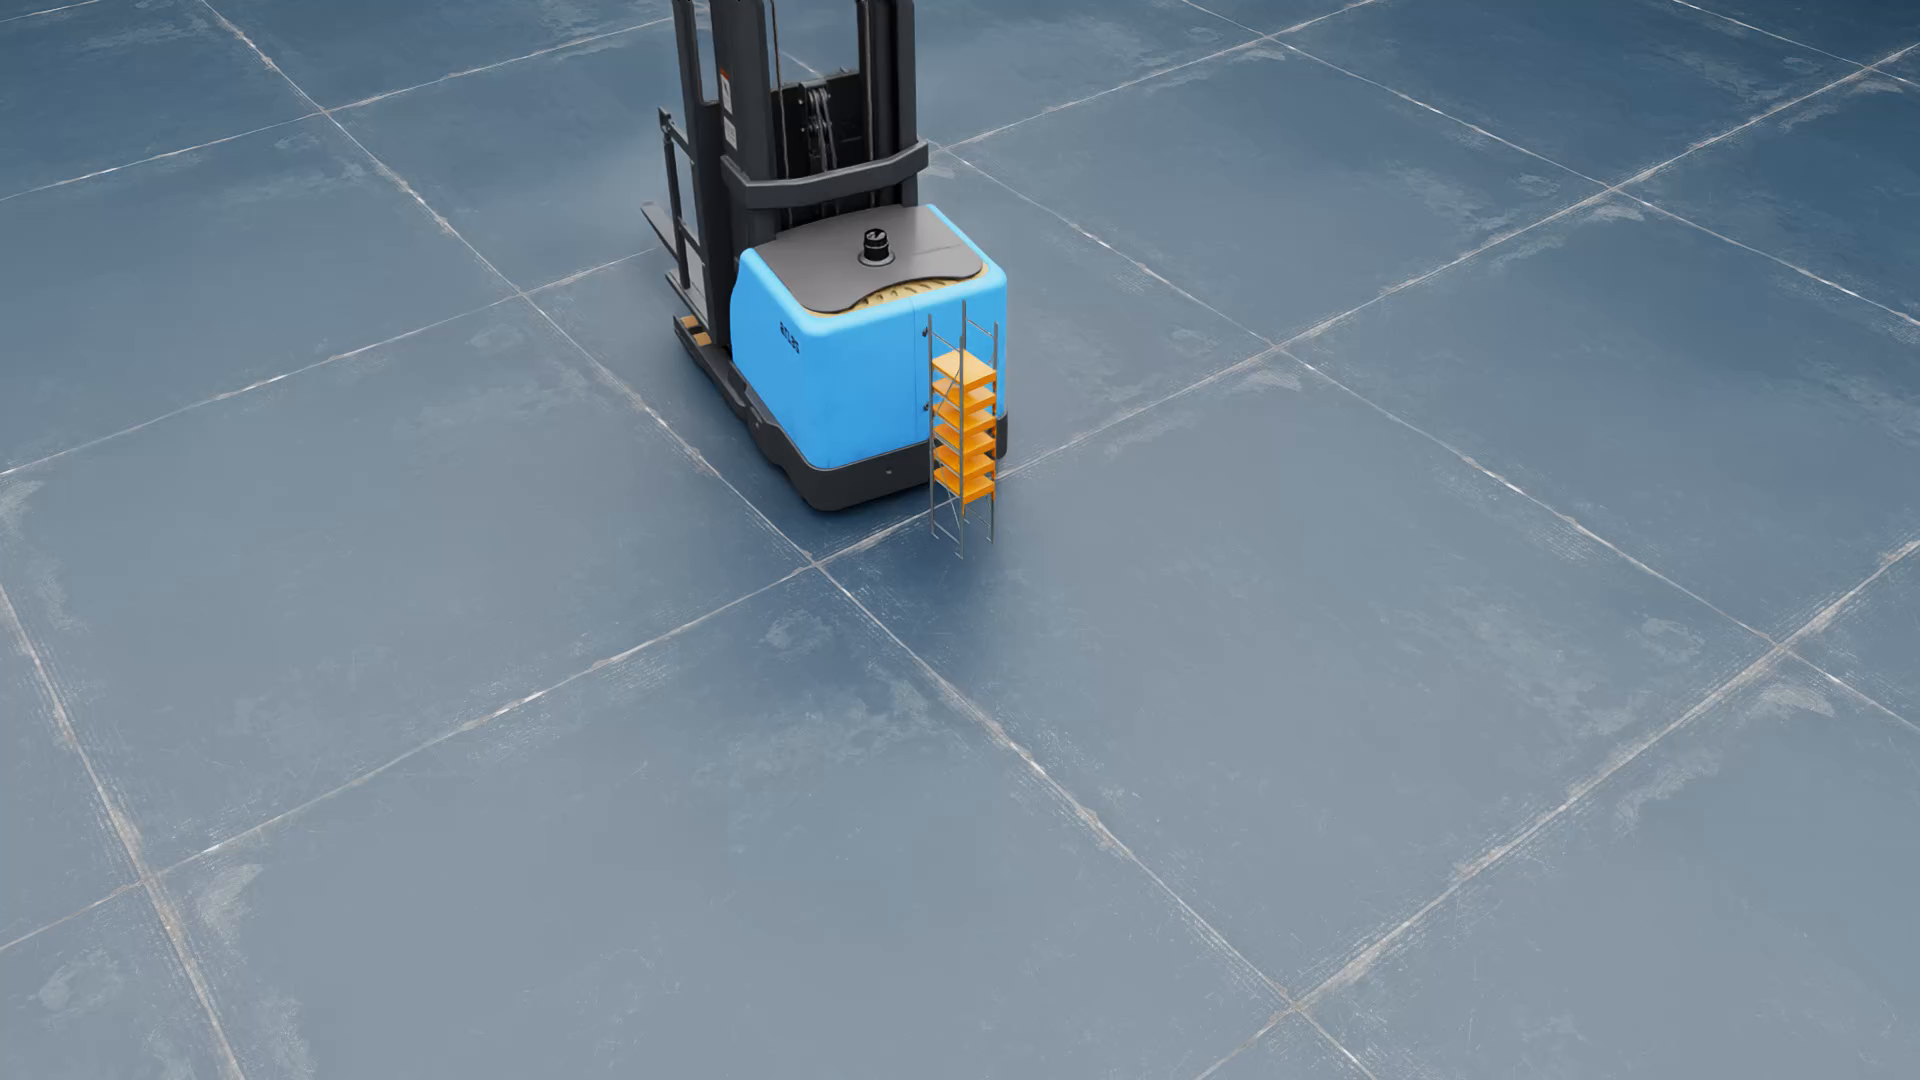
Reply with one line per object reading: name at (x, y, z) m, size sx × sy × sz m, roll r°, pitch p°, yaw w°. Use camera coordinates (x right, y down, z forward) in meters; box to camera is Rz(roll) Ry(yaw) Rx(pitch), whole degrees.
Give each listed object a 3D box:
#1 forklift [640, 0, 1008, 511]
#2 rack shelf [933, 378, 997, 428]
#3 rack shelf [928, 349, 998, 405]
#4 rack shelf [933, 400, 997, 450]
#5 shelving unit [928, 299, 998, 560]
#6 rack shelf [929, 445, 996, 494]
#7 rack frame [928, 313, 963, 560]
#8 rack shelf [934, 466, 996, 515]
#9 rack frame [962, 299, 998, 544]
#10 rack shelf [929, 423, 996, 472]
forklift at (-0.894, -2.195, 8.114) m, size 1.130 × 2.935 × 3.031 m, roll -18°, pitch 43°, yaw -21°
rack shelf at (0.011, -0.621, 7.252) m, size 0.180 × 0.103 × 0.258 m, roll -26°, pitch 46°, yaw -28°
rack shelf at (0.011, -0.713, 7.176) m, size 0.180 × 0.103 × 0.258 m, roll -26°, pitch 46°, yaw -28°
rack shelf at (0.011, -0.528, 7.328) m, size 0.180 × 0.103 × 0.258 m, roll -26°, pitch 46°, yaw -28°
shelving unit at (0.011, -0.469, 7.376) m, size 0.189 × 1.200 × 0.258 m, roll -26°, pitch 46°, yaw -28°
rack shelf at (0.011, -0.342, 7.481) m, size 0.180 × 0.103 × 0.258 m, roll -26°, pitch 46°, yaw -28°
rack frame at (-0.061, -0.434, 7.333) m, size 0.006 × 1.200 × 0.240 m, roll -26°, pitch 46°, yaw -28°
rack shelf at (0.011, -0.250, 7.557) m, size 0.180 × 0.103 × 0.258 m, roll -26°, pitch 46°, yaw -28°
rack frame at (0.084, -0.505, 7.419) m, size 0.006 × 1.200 × 0.240 m, roll -26°, pitch 46°, yaw -28°
rack shelf at (0.011, -0.435, 7.404) m, size 0.180 × 0.103 × 0.258 m, roll -26°, pitch 46°, yaw -28°
